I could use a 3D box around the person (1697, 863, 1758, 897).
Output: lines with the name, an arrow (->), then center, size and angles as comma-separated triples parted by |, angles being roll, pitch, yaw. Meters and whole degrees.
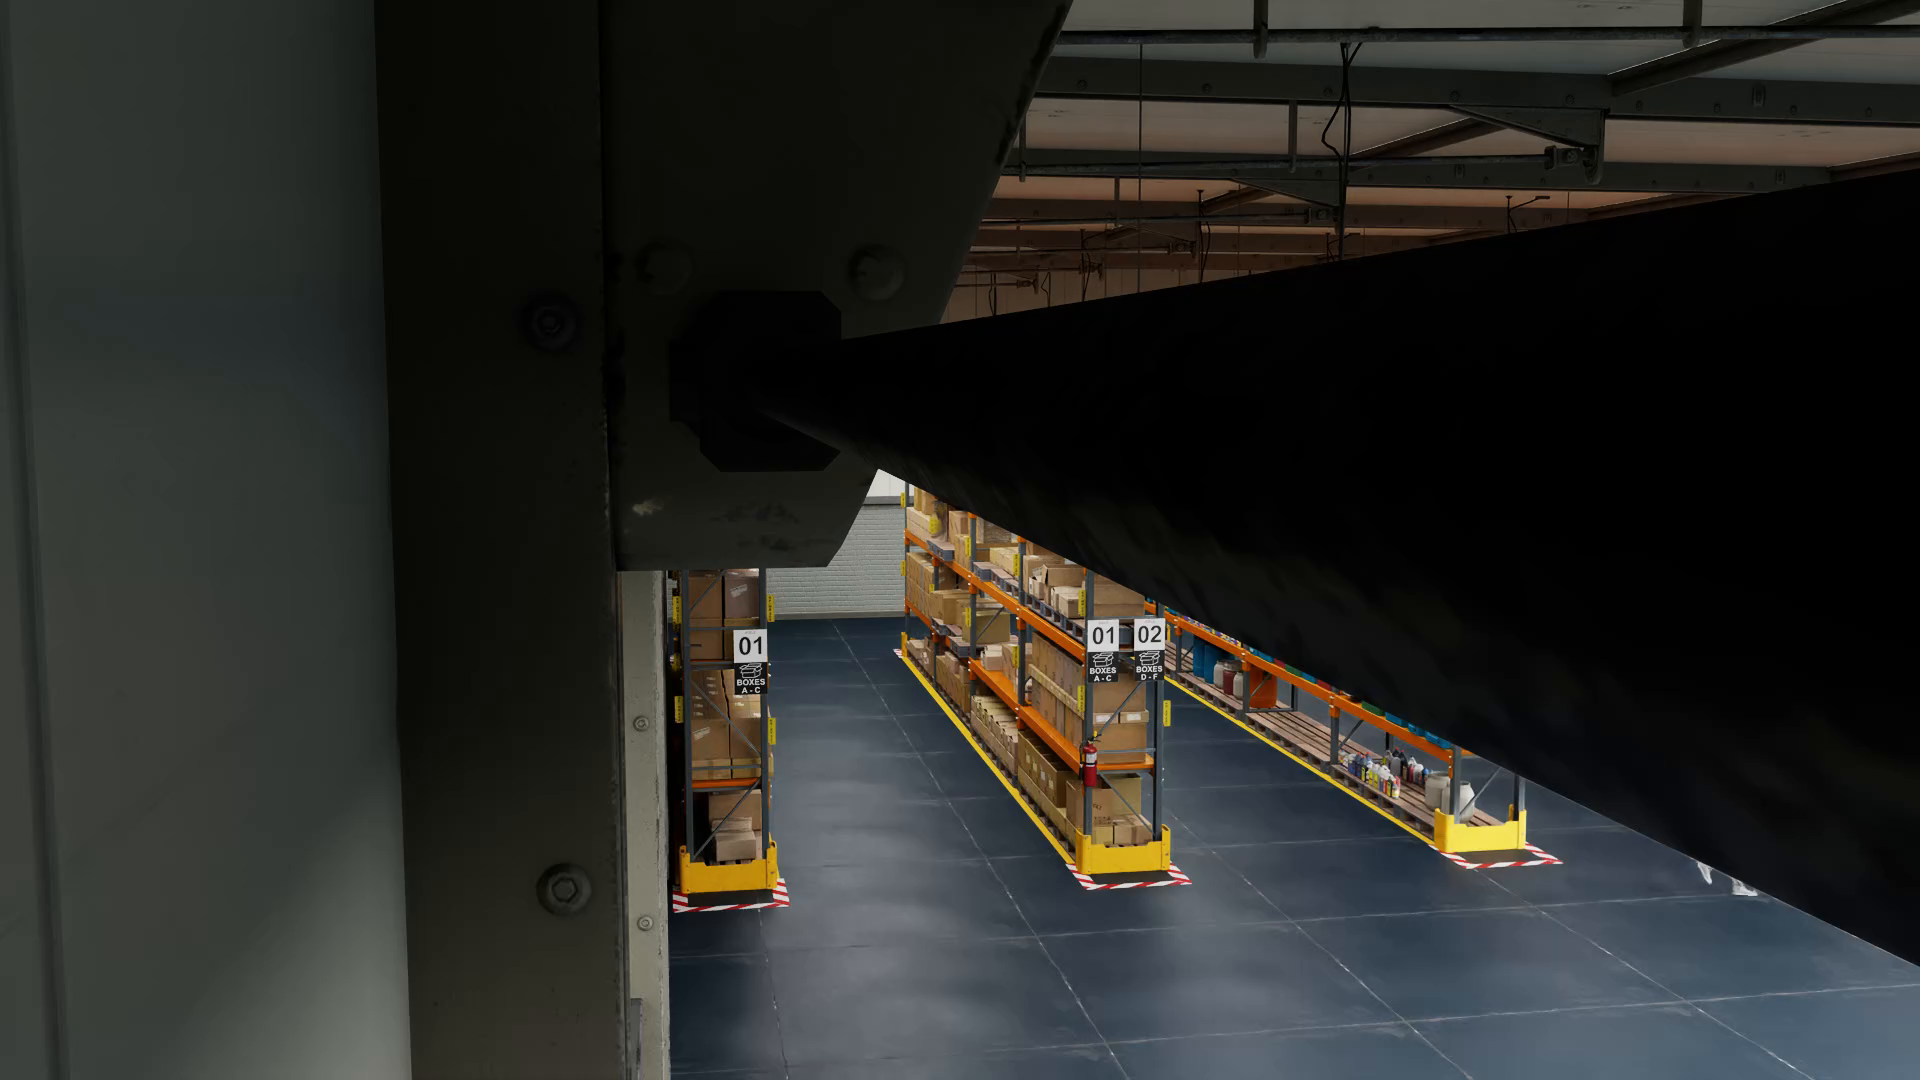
person -> 9.221, 3.438, 19.961 | 0.701, 1.661, 0.612 | 1, 6, 9
